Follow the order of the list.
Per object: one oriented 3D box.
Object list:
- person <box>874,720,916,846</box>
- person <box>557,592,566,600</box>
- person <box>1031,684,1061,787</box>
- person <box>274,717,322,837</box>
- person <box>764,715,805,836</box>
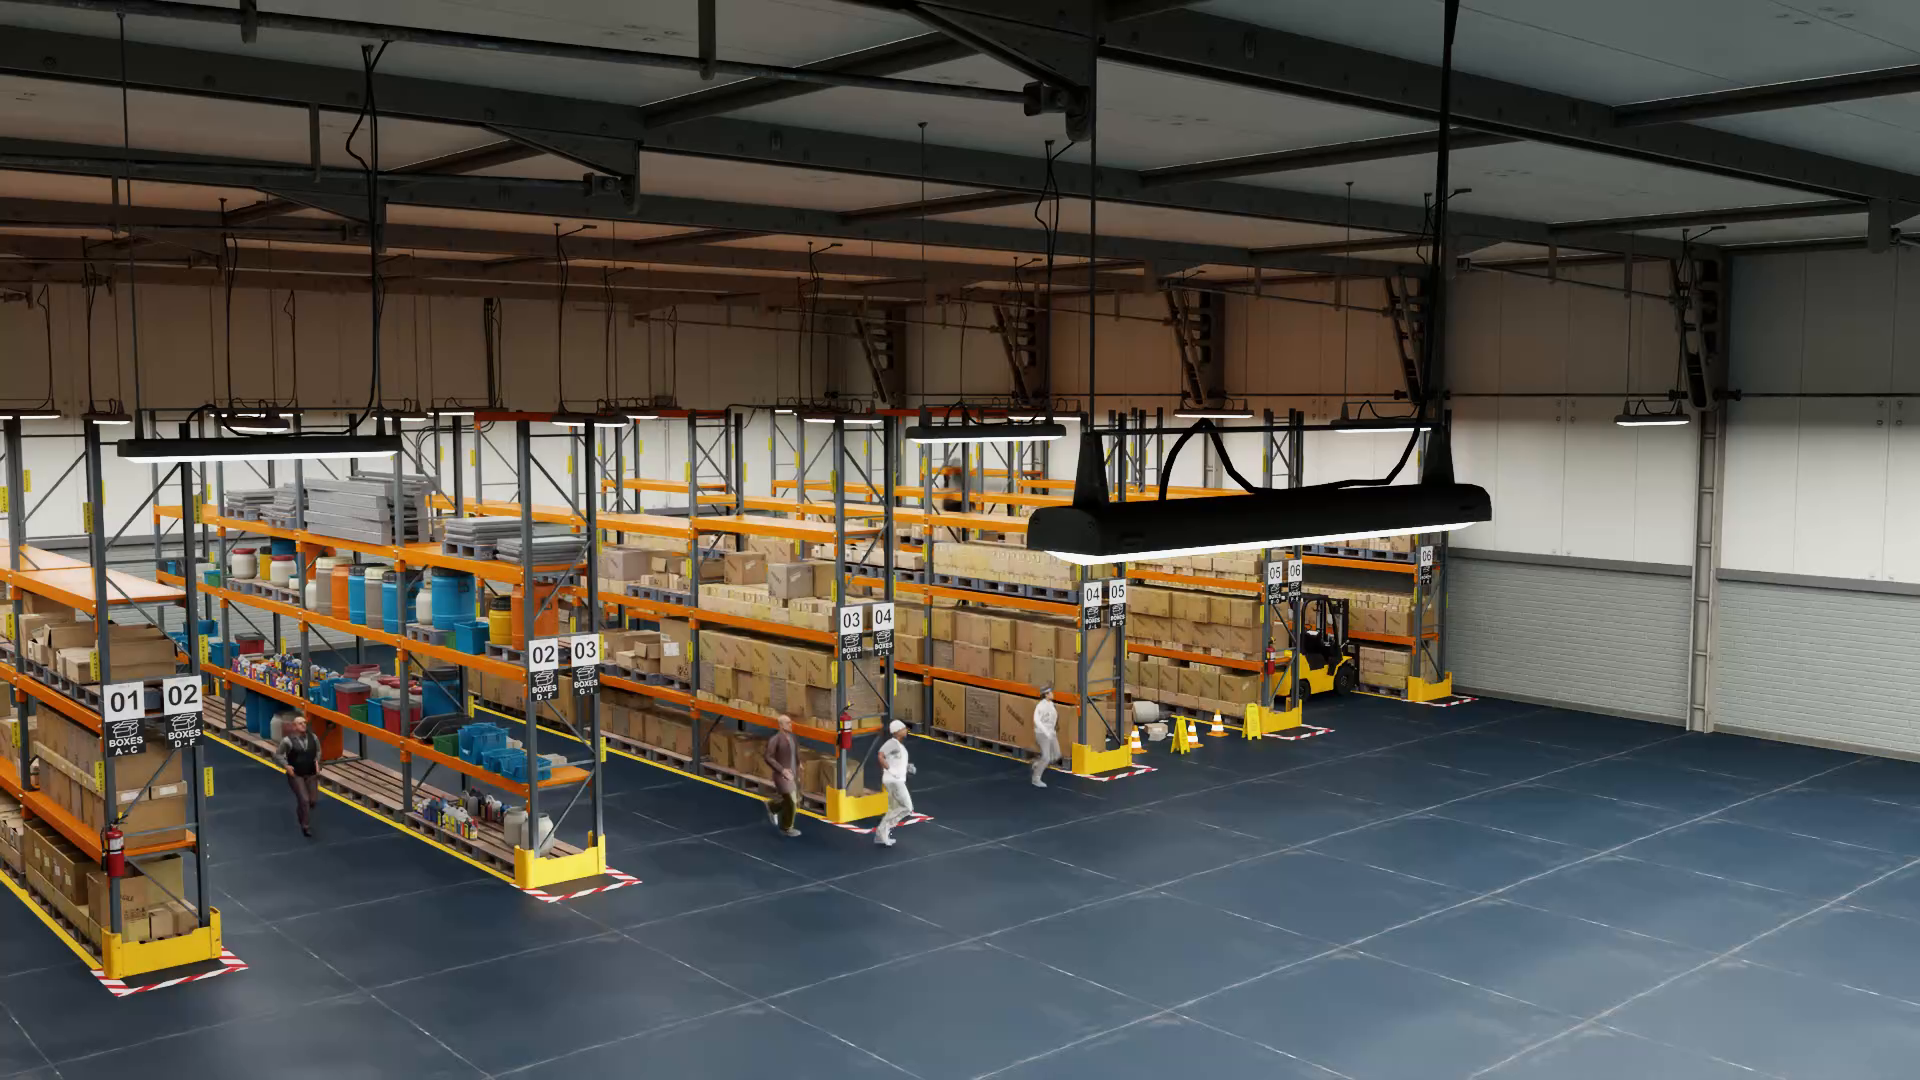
[{"bbox_3d":[-0.910,3.402,23.477,0.581,1.694,0.737,0,5,2],"label":"person"},{"bbox_3d":[-9.521,2.029,39.394,0.734,1.731,0.694,1,5,10],"label":"person"},{"bbox_3d":[1.409,3.160,27.011,0.497,1.647,0.671,3,6,29],"label":"person"},{"bbox_3d":[-9.505,3.386,23.953,0.670,1.704,0.687,-5,7,-44],"label":"person"},{"bbox_3d":[-2.563,3.466,23.886,0.686,1.530,0.756,3,6,28],"label":"person"}]
